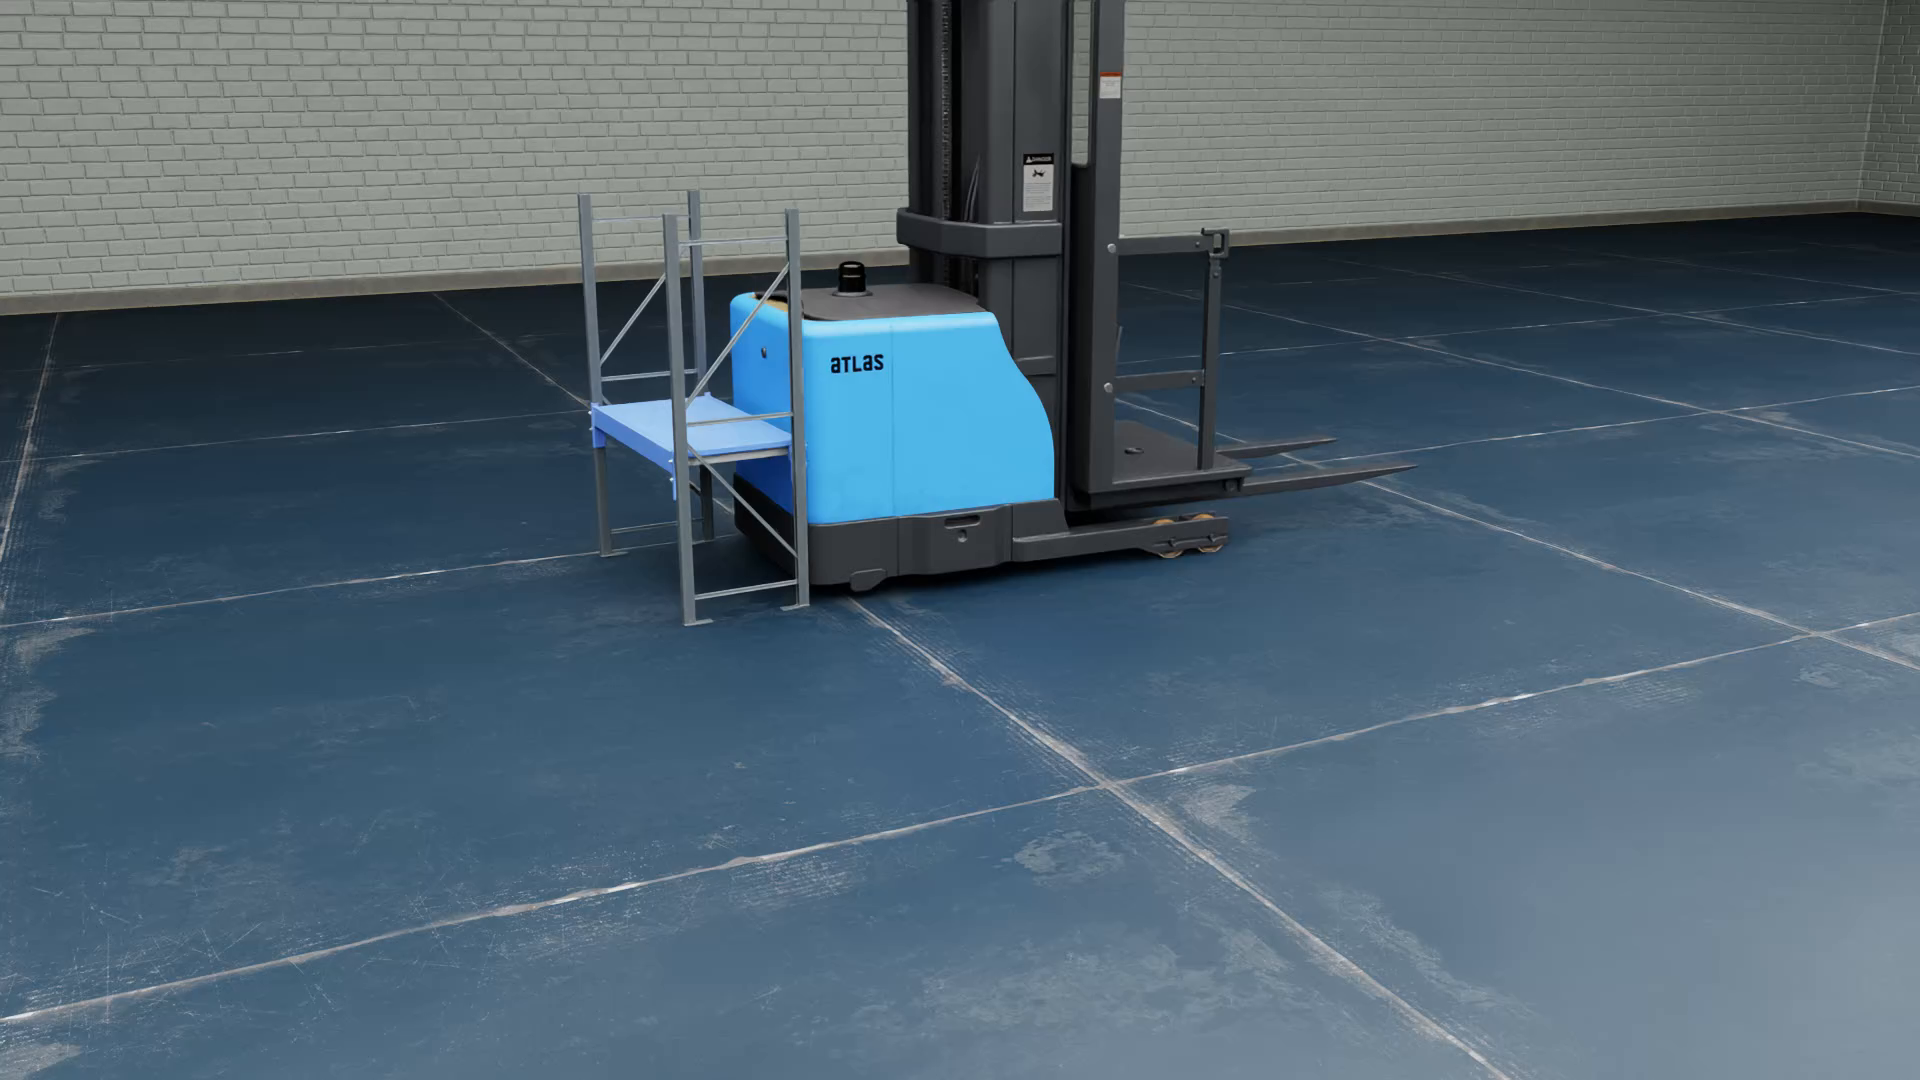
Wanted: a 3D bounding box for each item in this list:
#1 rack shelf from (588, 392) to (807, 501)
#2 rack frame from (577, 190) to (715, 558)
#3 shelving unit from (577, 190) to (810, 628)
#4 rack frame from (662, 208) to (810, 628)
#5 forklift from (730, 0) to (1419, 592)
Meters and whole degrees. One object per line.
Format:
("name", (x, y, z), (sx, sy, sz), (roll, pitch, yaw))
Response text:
("rack shelf", (-1.047, -0.385, 6.526), (0.538, 0.185, 1.000), (-9, 18, -28))
("rack frame", (-1.292, -0.681, 6.904), (0.500, 1.500, 0.032), (-9, 18, -28))
("shelving unit", (-1.047, -0.558, 6.476), (0.538, 1.500, 1.048), (-9, 18, -28))
("rack frame", (-0.802, -0.435, 6.048), (0.500, 1.500, 0.032), (-9, 18, -28))
("forklift", (0.590, -1.456, 7.009), (3.031, 2.935, 1.130), (-7, 17, -23))
